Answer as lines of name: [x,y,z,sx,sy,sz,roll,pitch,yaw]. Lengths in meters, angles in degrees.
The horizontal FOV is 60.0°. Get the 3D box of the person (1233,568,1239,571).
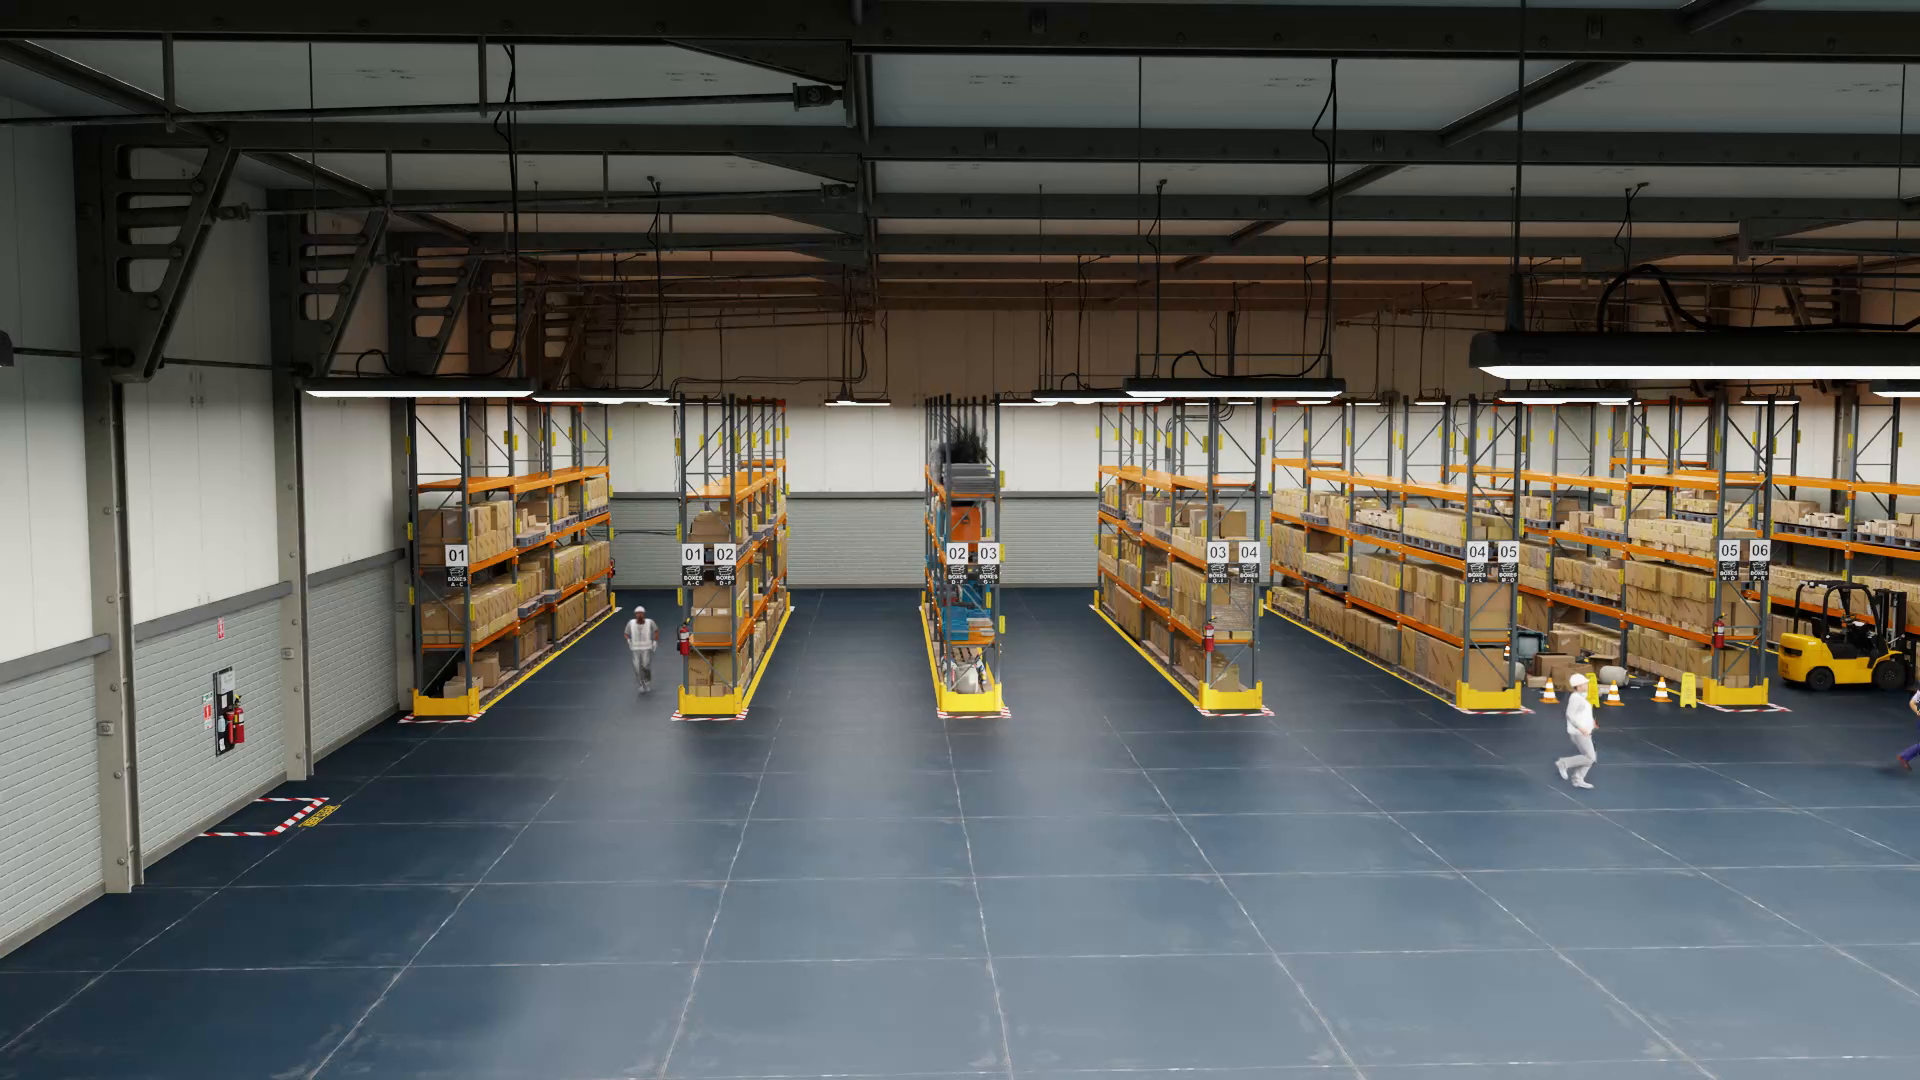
person: [7.676,1.271,45.953,0.646,1.680,0.872,0,5,2]

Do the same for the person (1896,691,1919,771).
person: [14.979,2.863,25.686,0.943,1.619,0.608,4,6,42]

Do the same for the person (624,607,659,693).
person: [-6.404,2.208,33.333,0.660,1.756,0.648,0,5,-1]

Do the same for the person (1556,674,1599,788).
person: [9.331,2.884,25.115,0.583,1.729,0.665,2,5,25]

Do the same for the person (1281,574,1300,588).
person: [9.780,0.960,49.077,0.963,1.785,0.696,0,5,3]
